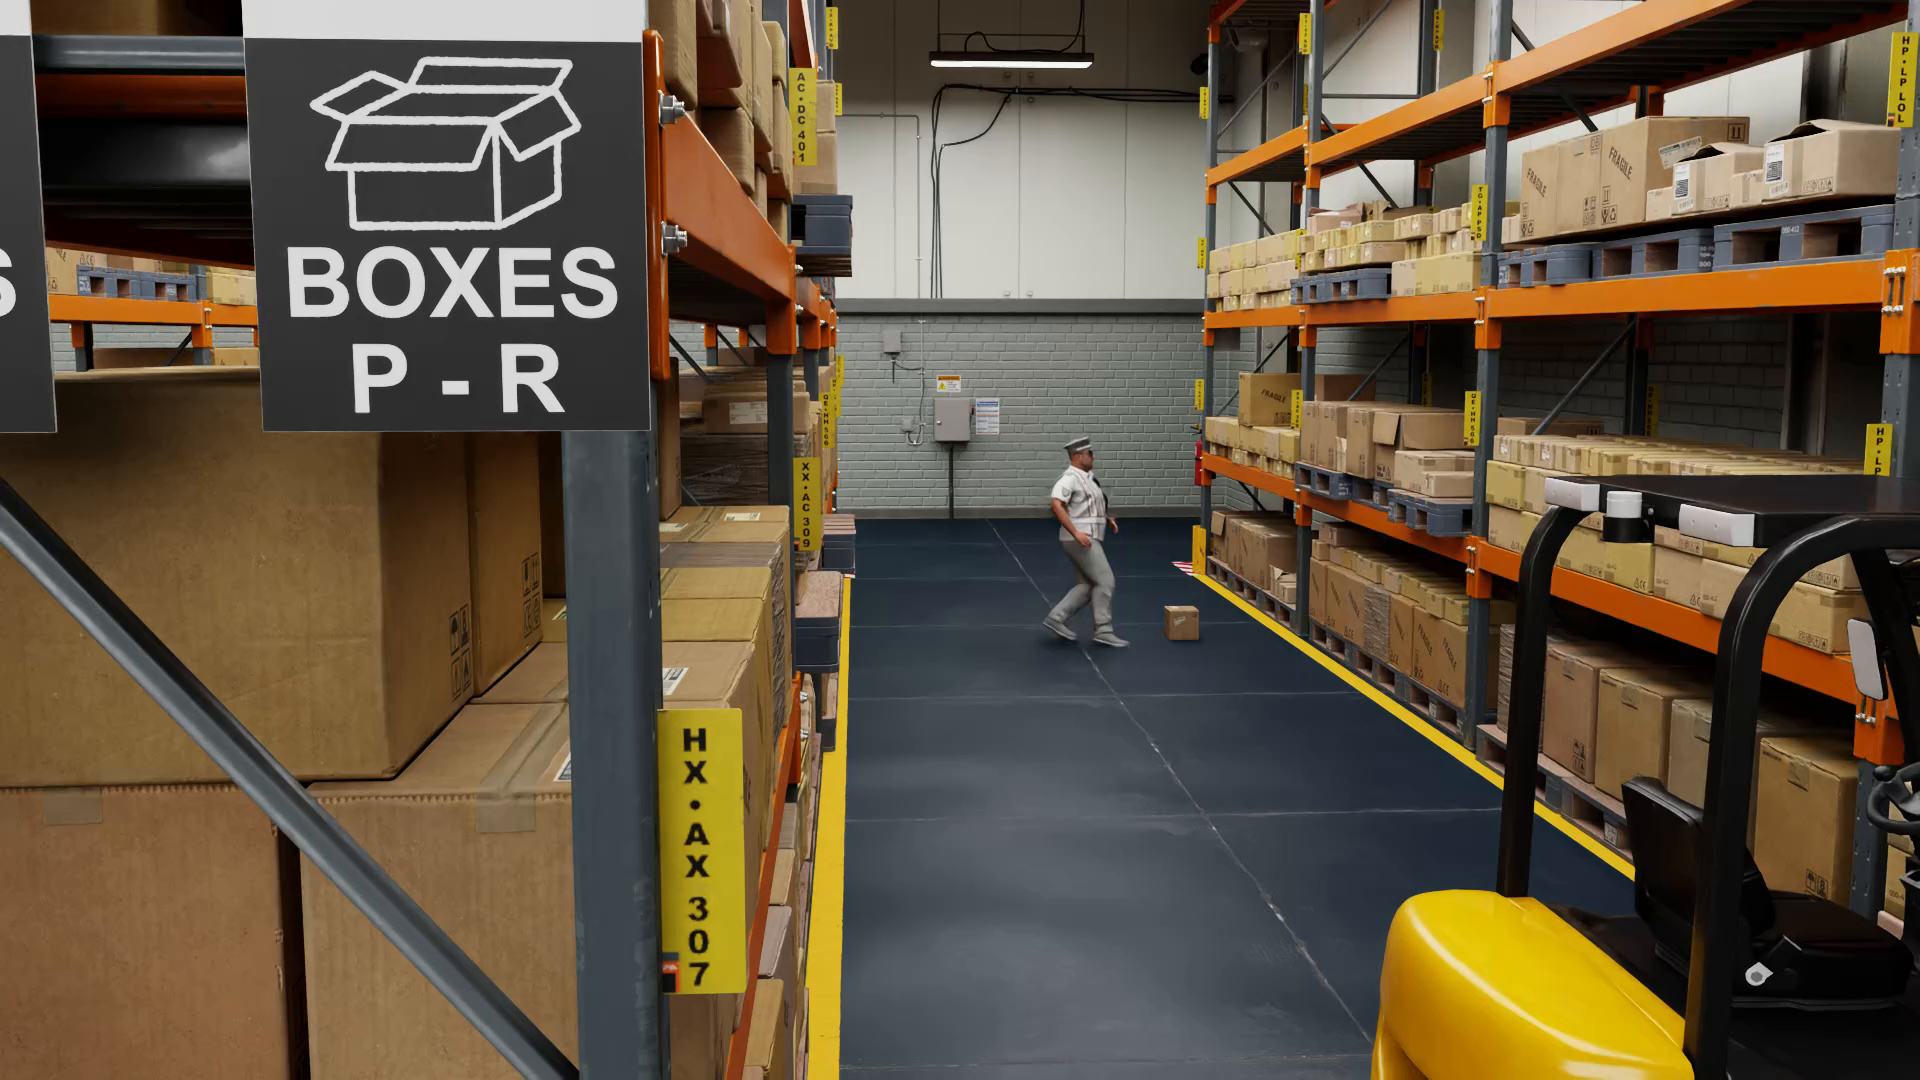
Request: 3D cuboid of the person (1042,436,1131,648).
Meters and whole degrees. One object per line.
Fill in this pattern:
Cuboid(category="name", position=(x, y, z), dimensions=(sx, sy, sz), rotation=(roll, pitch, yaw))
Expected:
Cuboid(category="person", position=(1.092, -0.001, 13.909), dimensions=(0.764, 1.741, 0.724), rotation=(2, 7, 15))
